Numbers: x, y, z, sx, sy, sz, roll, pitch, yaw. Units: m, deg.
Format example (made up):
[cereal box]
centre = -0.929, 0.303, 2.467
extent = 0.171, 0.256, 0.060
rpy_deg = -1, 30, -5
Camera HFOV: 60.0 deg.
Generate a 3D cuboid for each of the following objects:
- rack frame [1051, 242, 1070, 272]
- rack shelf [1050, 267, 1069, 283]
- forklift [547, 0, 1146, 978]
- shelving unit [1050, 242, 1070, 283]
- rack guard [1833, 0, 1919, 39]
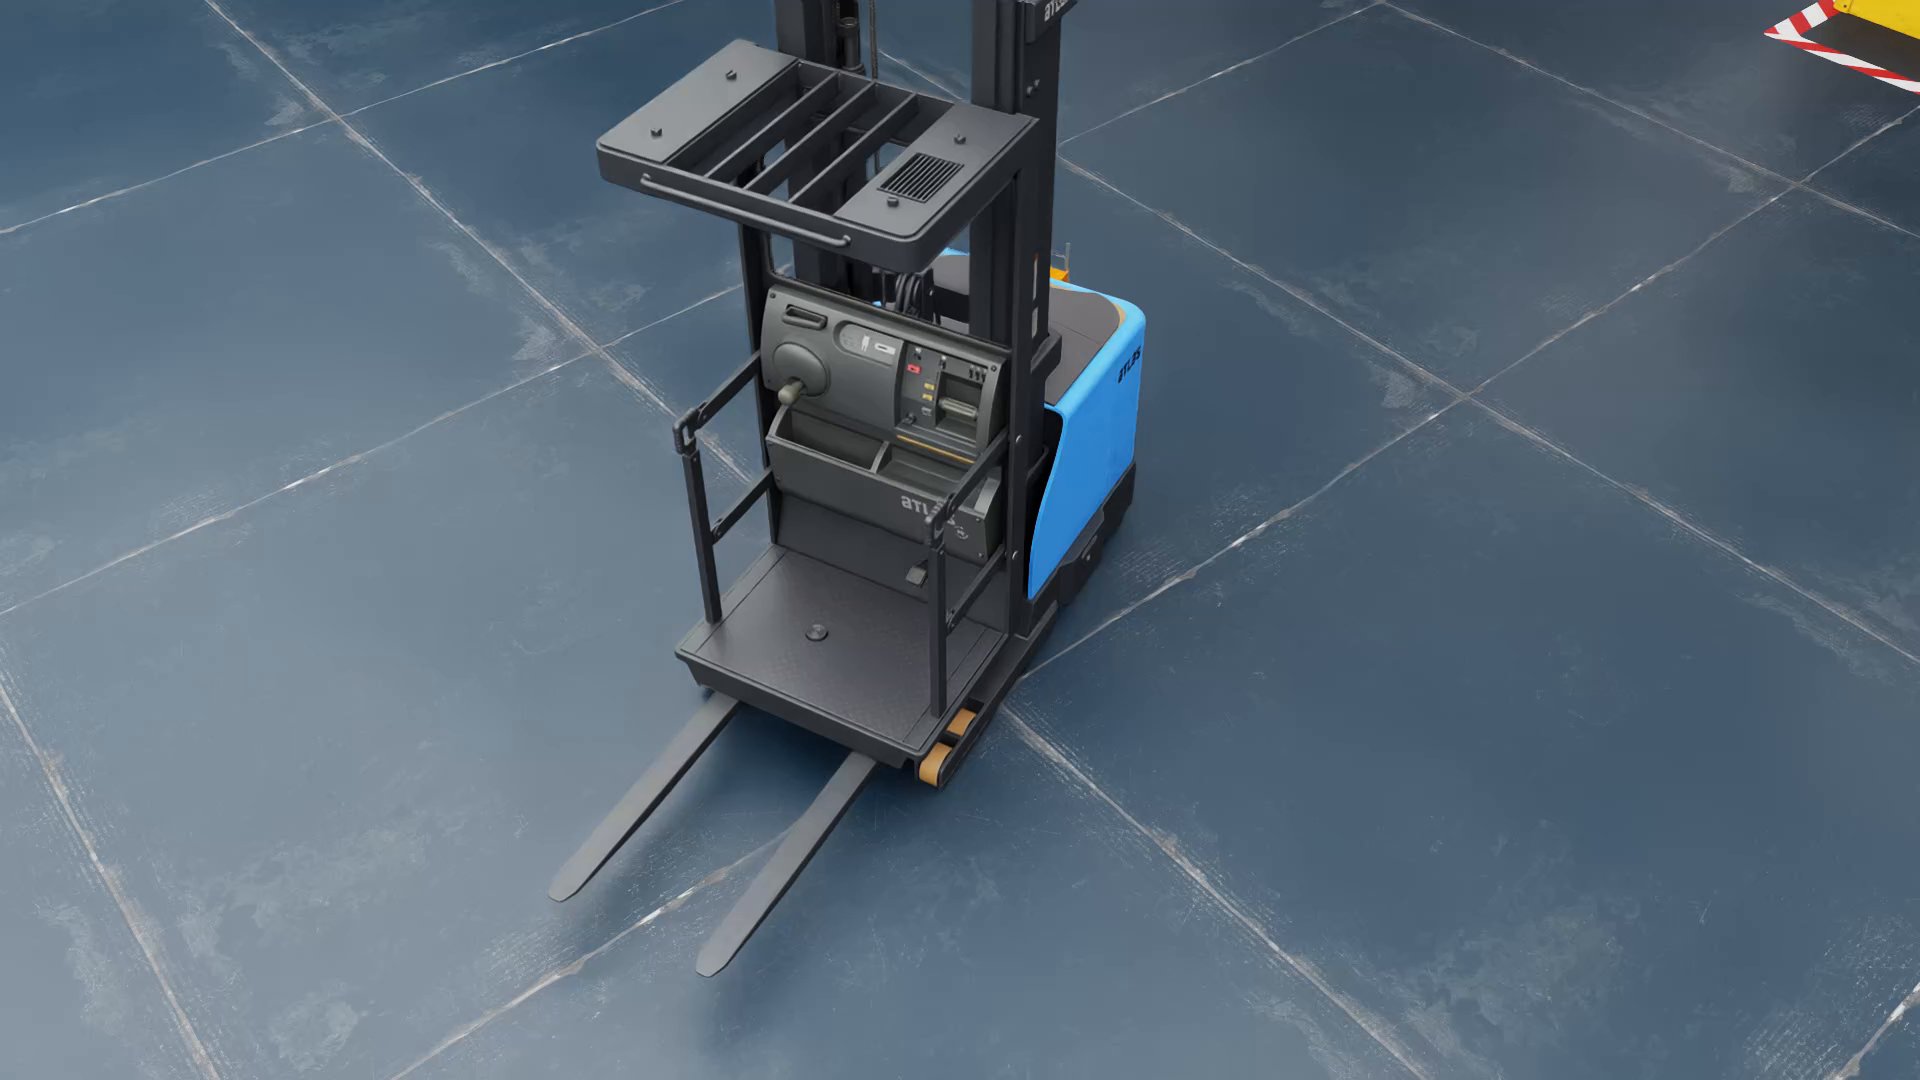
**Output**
[rack frame]
centre = 0.379, -0.907, 7.449
extent = 0.200, 1.050, 0.008
rpy_deg = 20, 47, 20
[rack shelf]
centre = 0.320, -1.033, 7.184
extent = 0.215, 0.259, 0.240
rpy_deg = 20, 47, 20
[forklift]
centre = -0.385, -0.500, 5.641
extent = 1.130, 2.935, 3.031
rpy_deg = 20, 47, 20
[shelving unit]
centre = 0.320, -0.834, 7.371
extent = 0.215, 1.050, 0.252
rpy_deg = 20, 47, 20
[rack guard]
centre = 6.261, -3.479, 10.589
extent = 0.348, 0.500, 1.175
rpy_deg = -30, 51, -28
